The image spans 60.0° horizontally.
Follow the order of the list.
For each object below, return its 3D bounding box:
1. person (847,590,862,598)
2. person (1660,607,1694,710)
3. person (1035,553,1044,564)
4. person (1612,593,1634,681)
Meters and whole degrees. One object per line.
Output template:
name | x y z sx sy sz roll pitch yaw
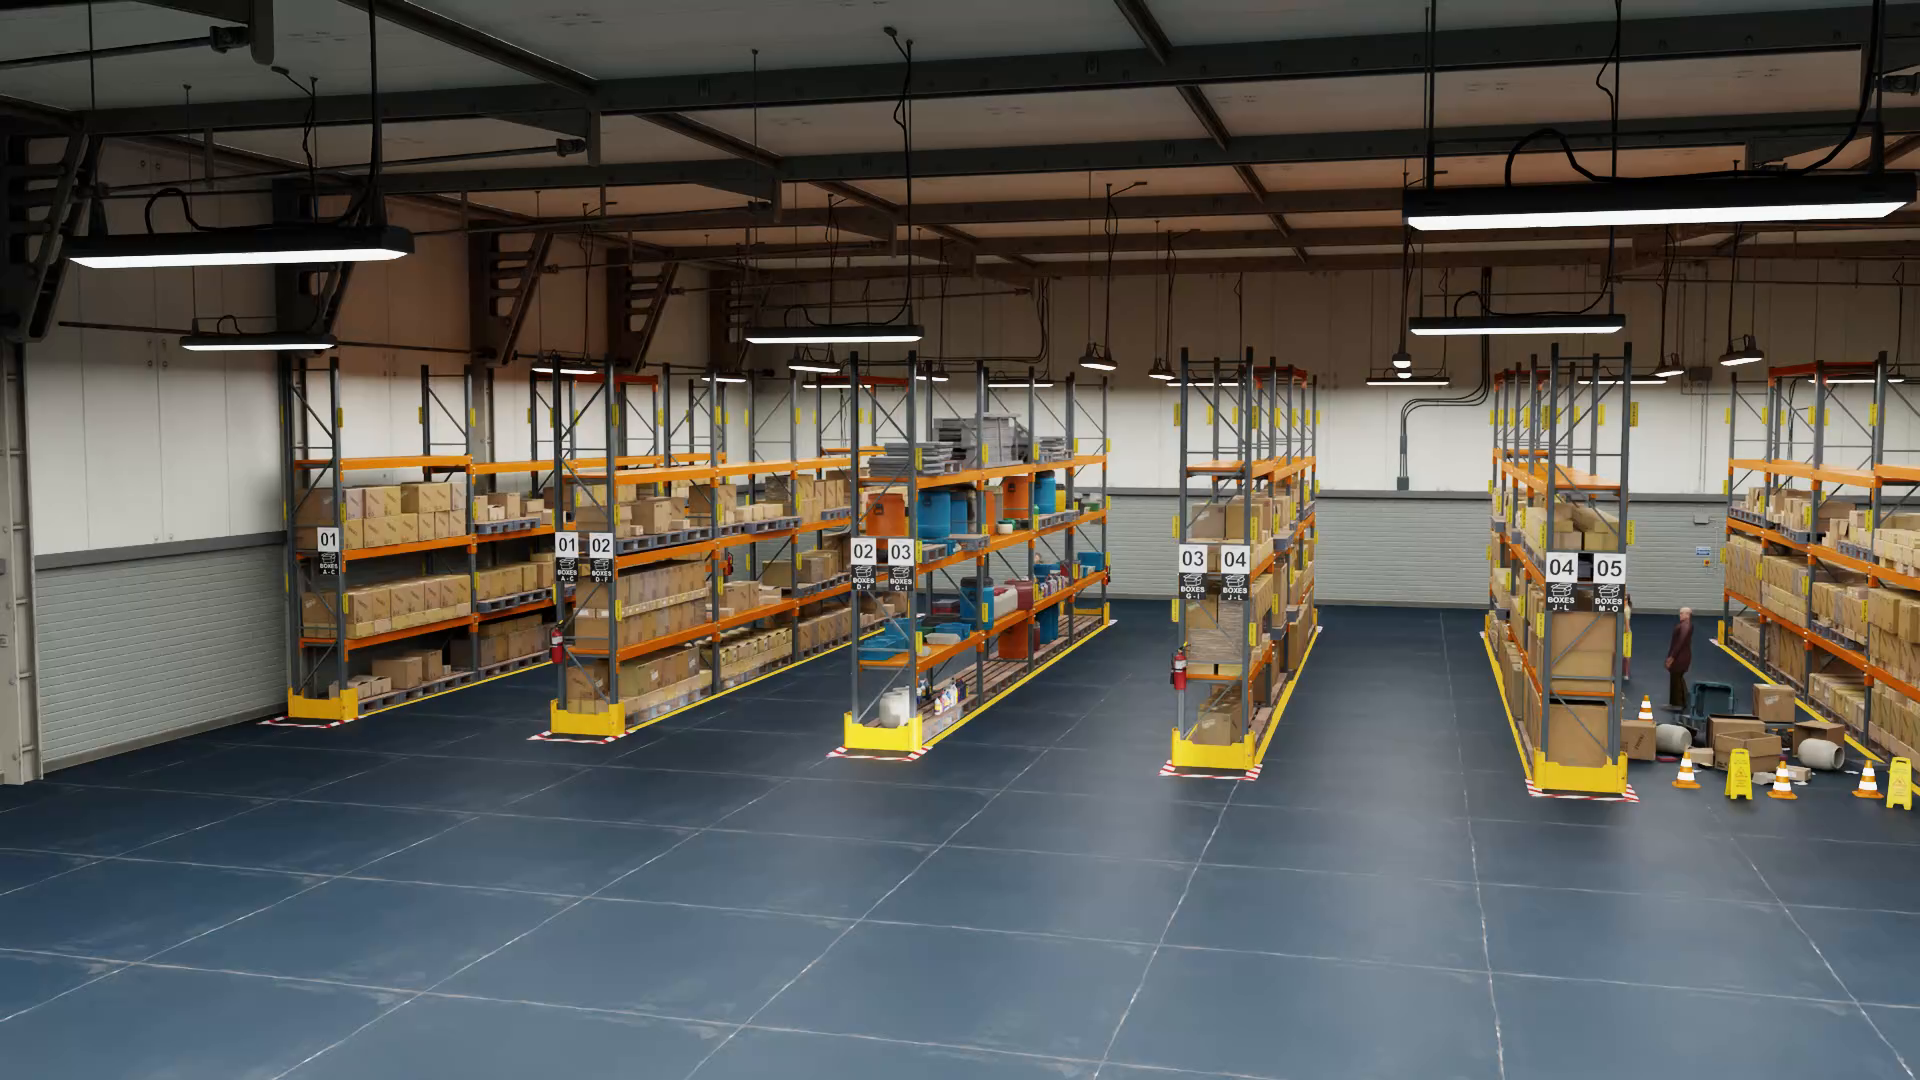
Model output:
person | -2.705 1.042 42.889 0.498 1.677 0.367 -4 6 -42
person | 12.271 2.039 28.420 0.623 1.809 0.523 -4 5 -40
person | 1.935 1.140 41.515 0.660 1.636 0.492 0 4 5
person | 12.639 1.841 31.808 0.405 1.674 0.512 3 5 37
